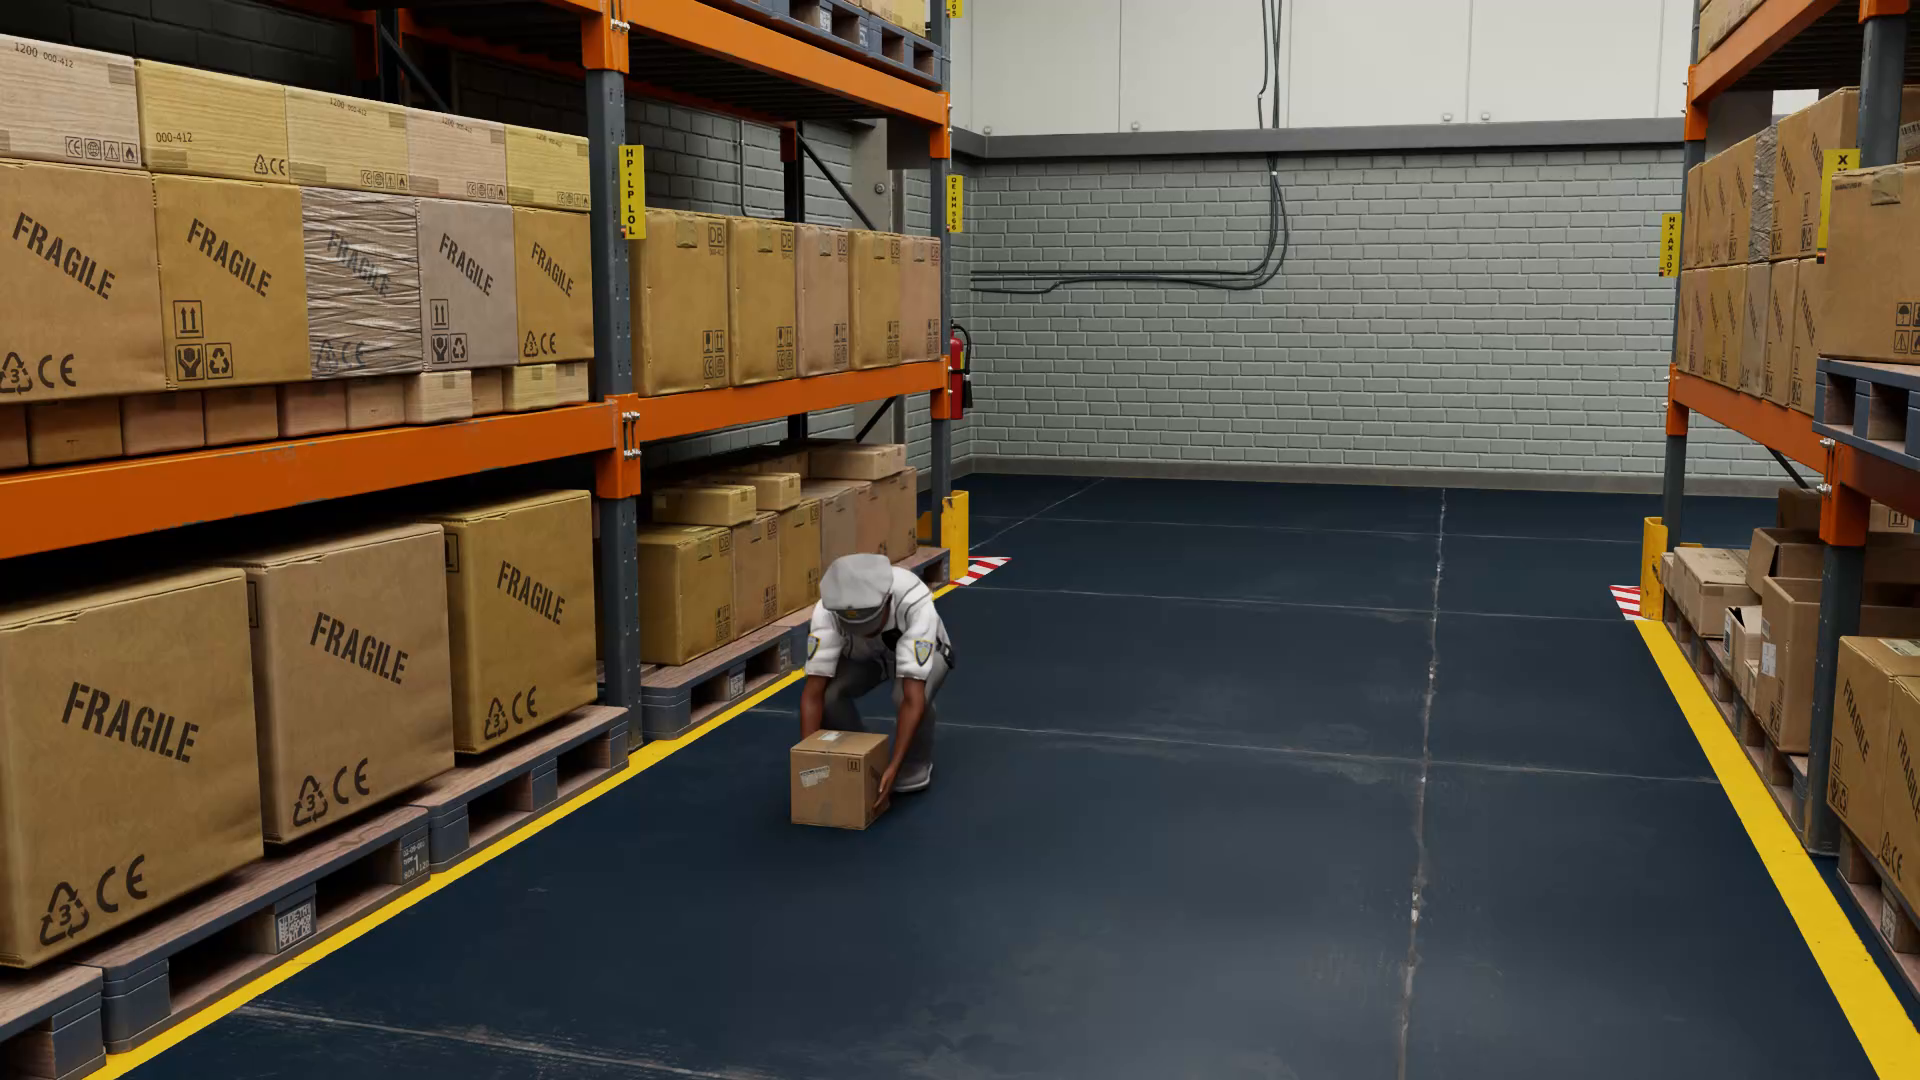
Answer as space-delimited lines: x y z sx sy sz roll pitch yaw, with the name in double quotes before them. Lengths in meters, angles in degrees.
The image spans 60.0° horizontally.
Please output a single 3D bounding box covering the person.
"person" -0.282 0.434 5.667 0.471 0.866 0.865 2 9 16
